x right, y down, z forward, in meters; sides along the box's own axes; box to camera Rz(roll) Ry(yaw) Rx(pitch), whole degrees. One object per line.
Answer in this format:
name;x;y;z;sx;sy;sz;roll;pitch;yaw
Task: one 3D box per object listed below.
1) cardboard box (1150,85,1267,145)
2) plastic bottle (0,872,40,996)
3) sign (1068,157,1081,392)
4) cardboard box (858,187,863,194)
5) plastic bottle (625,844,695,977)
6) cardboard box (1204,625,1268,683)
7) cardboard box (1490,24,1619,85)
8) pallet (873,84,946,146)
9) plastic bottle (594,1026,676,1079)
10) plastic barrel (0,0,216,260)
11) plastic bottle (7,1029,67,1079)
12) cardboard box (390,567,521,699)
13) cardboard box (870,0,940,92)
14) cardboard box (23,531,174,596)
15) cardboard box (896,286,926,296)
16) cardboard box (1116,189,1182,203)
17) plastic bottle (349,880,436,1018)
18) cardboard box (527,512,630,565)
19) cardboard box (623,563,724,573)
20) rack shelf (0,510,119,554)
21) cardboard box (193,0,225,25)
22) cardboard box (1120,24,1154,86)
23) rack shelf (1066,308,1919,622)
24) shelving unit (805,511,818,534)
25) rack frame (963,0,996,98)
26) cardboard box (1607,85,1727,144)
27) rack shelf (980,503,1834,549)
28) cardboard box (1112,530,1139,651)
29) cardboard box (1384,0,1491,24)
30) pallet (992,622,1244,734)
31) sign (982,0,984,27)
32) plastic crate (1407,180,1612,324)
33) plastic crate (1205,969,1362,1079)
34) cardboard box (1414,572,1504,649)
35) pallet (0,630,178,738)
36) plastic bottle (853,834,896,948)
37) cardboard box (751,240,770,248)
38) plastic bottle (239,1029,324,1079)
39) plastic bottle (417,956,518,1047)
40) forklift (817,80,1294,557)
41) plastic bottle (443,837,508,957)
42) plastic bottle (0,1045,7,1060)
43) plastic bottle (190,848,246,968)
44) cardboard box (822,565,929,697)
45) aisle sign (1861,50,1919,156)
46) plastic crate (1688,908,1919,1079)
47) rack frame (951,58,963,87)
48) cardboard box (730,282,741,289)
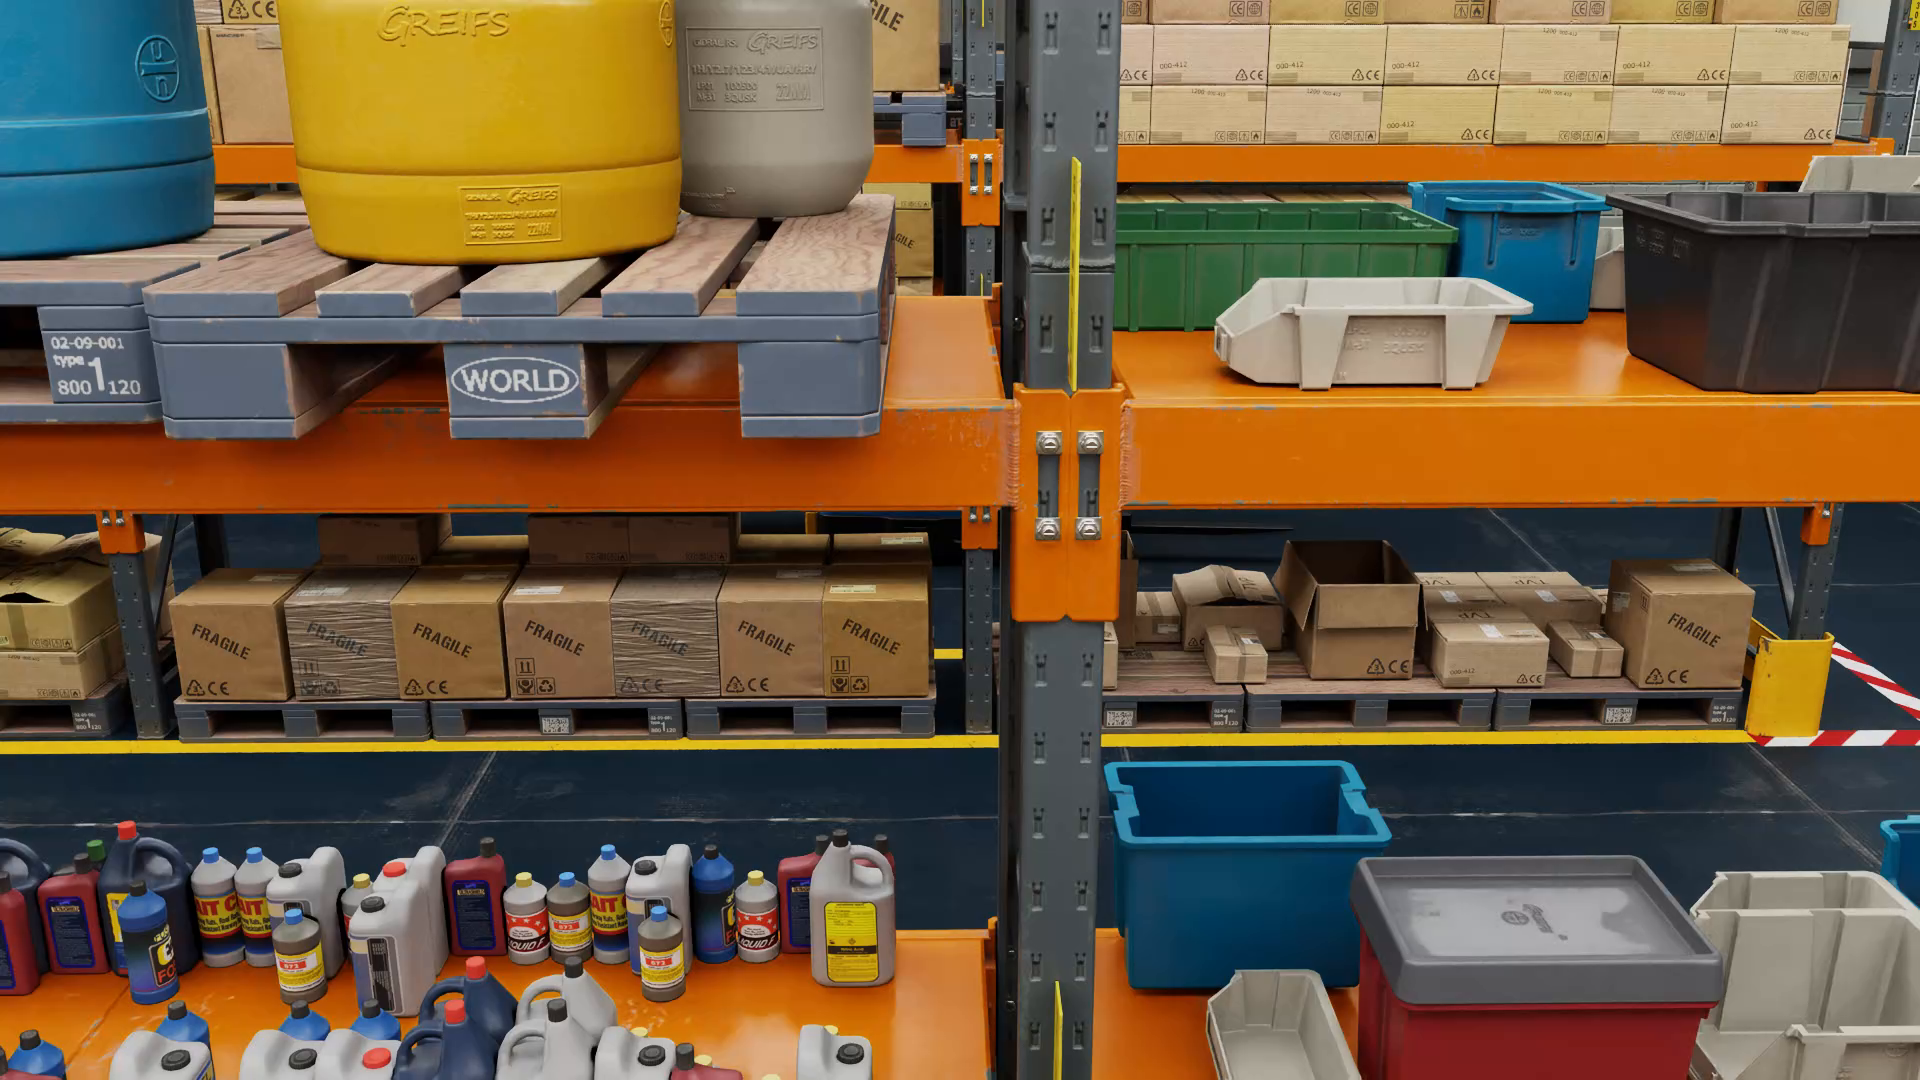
cardboard box;1.074;-1.917;7.447;0.500;0.250;0.500;0;18;-1
plastic bottle;-2.114;0.861;3.643;0.133;0.283;0.061;0;18;-1
sign;0.165;-0.384;2.407;0.005;0.325;0.100;0;18;-1
cardboard box;-0.972;-2.621;12.395;0.500;0.250;0.500;0;18;0
plastic bottle;-0.676;0.828;3.760;0.135;0.276;0.152;0;18;-1
cardboard box;1.372;0.565;8.295;0.250;0.166;0.380;0;18;-1
cardboard box;2.574;-2.162;7.393;0.500;0.250;0.500;0;18;-1
pallet;-0.569;-1.989;7.734;1.003;0.211;1.213;0;18;-1
plastic bottle;-0.596;1.042;3.090;0.135;0.276;0.152;0;18;-1
plastic barrel;-1.546;-0.931;2.620;0.708;0.901;0.600;0;18;-1
plastic bottle;-1.716;1.040;3.106;0.097;0.271;0.097;0;18;0
cardboard box;-2.431;0.448;8.112;0.500;0.500;0.500;-1;18;-2
cardboard box;-0.421;-2.375;7.616;0.600;0.600;0.600;-2;18;-6
cardboard box;-4.444;0.143;8.588;0.500;0.311;0.500;0;18;1
cardboard box;-0.393;-0.945;8.233;0.500;0.500;0.700;-6;19;-19
cardboard box;1.275;-2.287;12.775;0.700;0.700;0.980;-1;18;-2
plastic bottle;-1.234;0.877;3.606;0.135;0.276;0.152;0;18;-1
cardboard box;-1.905;-0.073;8.508;0.500;0.250;0.500;-1;18;-2
cardboard box;-1.437;0.283;8.627;0.500;0.500;0.500;0;18;0
rack shelf;-5.915;-0.260;8.126;4.000;0.370;1.077;0;18;-1
cardboard box;-3.479;-2.565;7.421;0.500;0.500;0.500;0;18;-1
cardboard box;0.574;-2.153;7.366;0.500;0.250;0.500;0;18;-1
rack shelf;2.158;-0.214;3.072;4.000;0.370;1.077;0;18;-1
shelving unit;-1.445;-0.751;10.933;1.083;1.500;0.587;1;18;3
rack frame;0.084;-3.488;7.190;0.127;3.000;1.000;0;18;-1
cardboard box;3.074;-1.926;7.476;0.500;0.250;0.500;0;18;-1
rack shelf;2.084;-0.299;8.247;4.000;0.370;1.077;0;18;-1
cardboard box;0.649;0.260;8.700;0.500;0.500;0.500;0;18;-1
cardboard box;2.069;-2.610;7.562;0.500;0.500;0.700;0;18;-1
pallet;0.771;0.693;8.542;1.213;0.211;1.003;0;18;-1
sign;0.096;-2.324;6.981;0.005;0.325;0.100;0;18;-1
plastic crate;1.064;-0.569;3.275;0.300;0.233;0.416;0;18;-1
plastic crate;0.626;1.019;3.293;0.243;0.136;0.396;0;18;-1
cardboard box;2.535;0.369;8.766;0.500;0.250;0.500;0;18;-1
pallet;-4.739;0.707;8.497;1.213;0.211;1.003;0;18;-1
plastic bottle;-0.215;0.808;3.809;0.133;0.283;0.061;0;18;-1
cardboard box;-1.468;-2.259;12.496;0.500;0.500;0.500;0;18;-1
plastic bottle;-1.235;1.046;3.081;0.135;0.276;0.152;0;18;-1
plastic bottle;-0.943;0.966;3.207;0.185;0.351;0.144;0;18;-1
forklift;0.628;-1.384;10.563;3.031;2.935;1.130;1;18;3
plastic bottle;-1.103;0.812;3.796;0.133;0.283;0.061;0;18;-1
plastic bottle;-1.857;1.014;3.056;0.185;0.351;0.144;0;18;-1
plastic bottle;-1.682;0.826;3.771;0.097;0.271;0.097;0;18;0
cardboard box;-0.405;0.439;8.141;0.500;0.500;0.500;0;18;-1
aisle sign;4.156;-1.796;7.479;0.004;0.787;0.394;0;18;-1
plastic crate;1.688;0.958;3.247;0.530;0.282;0.437;0;18;-1
rack frame;0.002;-2.145;12.823;0.127;3.000;1.000;0;18;-1
cardboard box;-1.603;-1.954;12.606;0.250;0.149;0.380;-1;18;-2
